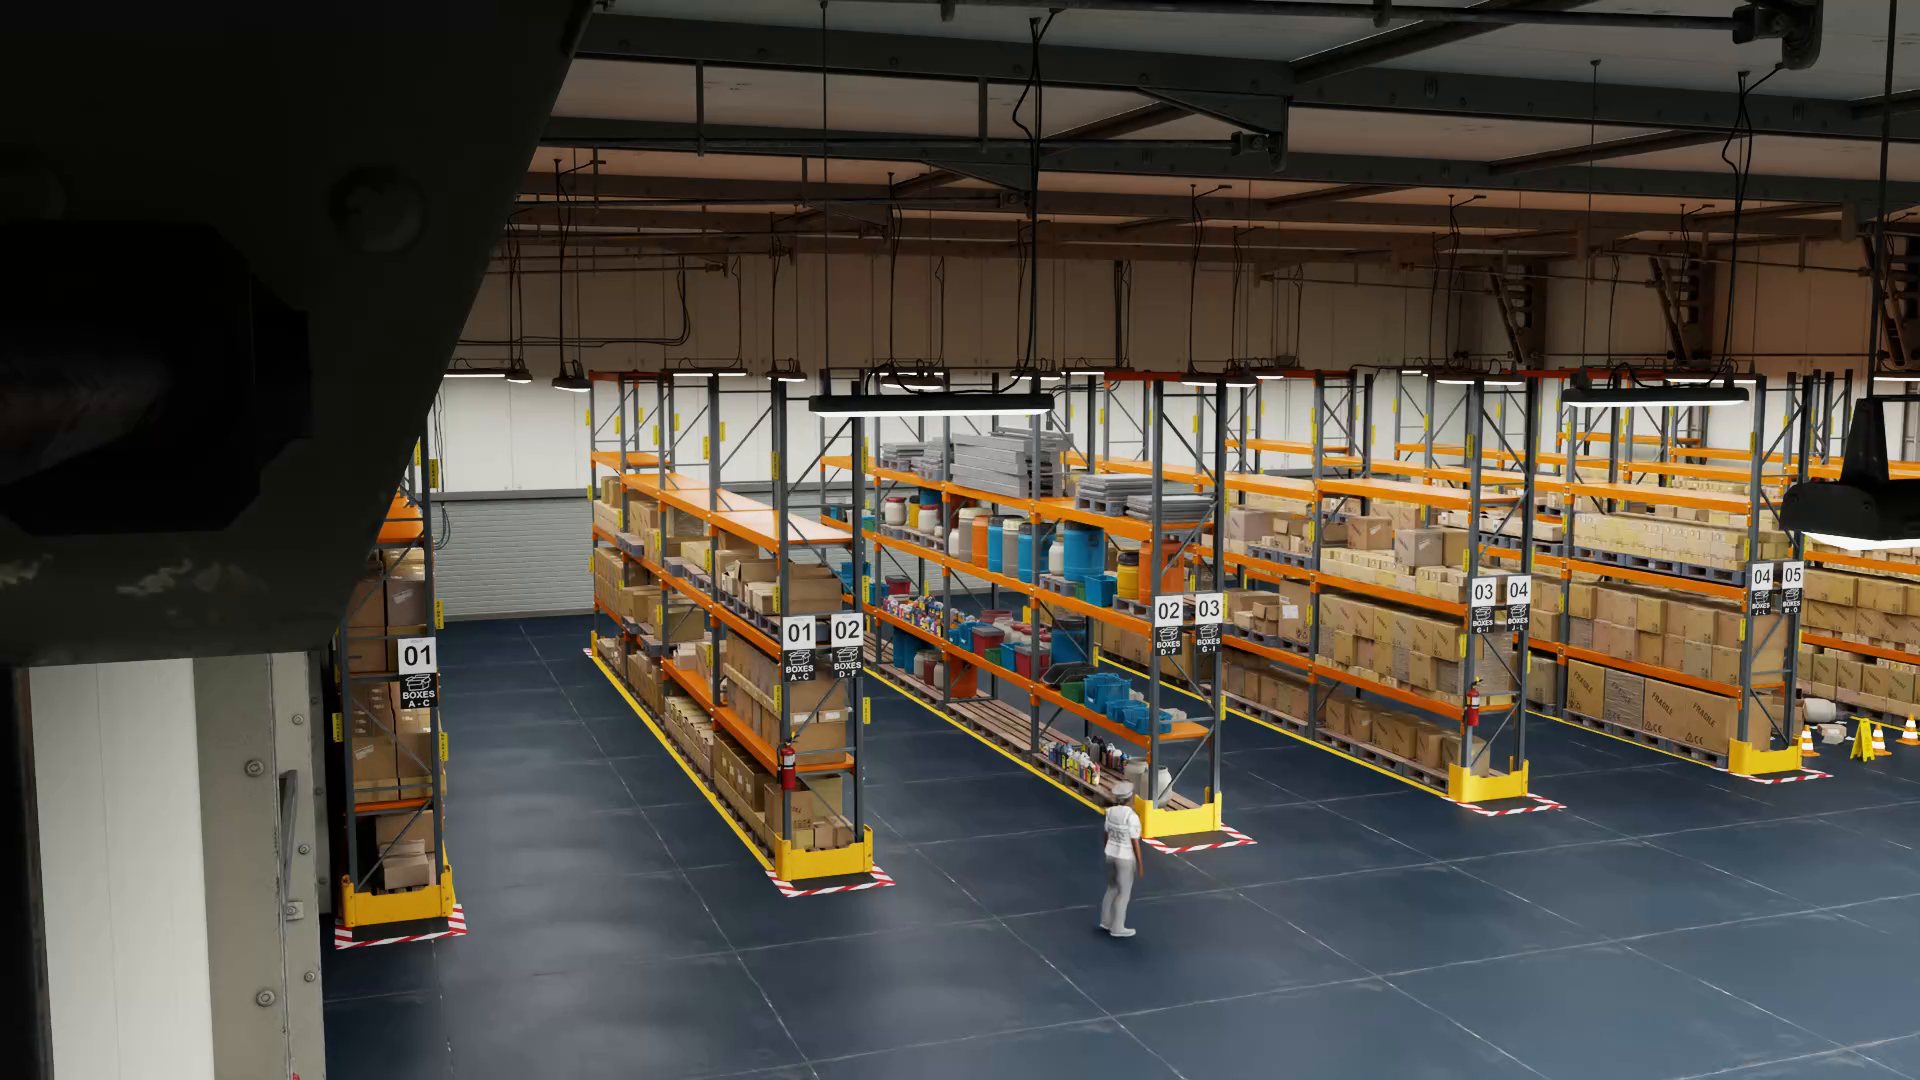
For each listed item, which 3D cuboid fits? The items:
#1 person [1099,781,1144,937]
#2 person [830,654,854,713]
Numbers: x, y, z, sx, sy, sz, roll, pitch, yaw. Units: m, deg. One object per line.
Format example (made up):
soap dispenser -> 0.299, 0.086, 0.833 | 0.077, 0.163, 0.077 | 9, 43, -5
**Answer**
person -> 1.782, 3.510, 18.135 | 0.355, 1.735, 0.539 | -5, 8, -38
person -> -2.120, 2.285, 29.435 | 0.444, 1.618, 0.475 | 5, 8, 36
